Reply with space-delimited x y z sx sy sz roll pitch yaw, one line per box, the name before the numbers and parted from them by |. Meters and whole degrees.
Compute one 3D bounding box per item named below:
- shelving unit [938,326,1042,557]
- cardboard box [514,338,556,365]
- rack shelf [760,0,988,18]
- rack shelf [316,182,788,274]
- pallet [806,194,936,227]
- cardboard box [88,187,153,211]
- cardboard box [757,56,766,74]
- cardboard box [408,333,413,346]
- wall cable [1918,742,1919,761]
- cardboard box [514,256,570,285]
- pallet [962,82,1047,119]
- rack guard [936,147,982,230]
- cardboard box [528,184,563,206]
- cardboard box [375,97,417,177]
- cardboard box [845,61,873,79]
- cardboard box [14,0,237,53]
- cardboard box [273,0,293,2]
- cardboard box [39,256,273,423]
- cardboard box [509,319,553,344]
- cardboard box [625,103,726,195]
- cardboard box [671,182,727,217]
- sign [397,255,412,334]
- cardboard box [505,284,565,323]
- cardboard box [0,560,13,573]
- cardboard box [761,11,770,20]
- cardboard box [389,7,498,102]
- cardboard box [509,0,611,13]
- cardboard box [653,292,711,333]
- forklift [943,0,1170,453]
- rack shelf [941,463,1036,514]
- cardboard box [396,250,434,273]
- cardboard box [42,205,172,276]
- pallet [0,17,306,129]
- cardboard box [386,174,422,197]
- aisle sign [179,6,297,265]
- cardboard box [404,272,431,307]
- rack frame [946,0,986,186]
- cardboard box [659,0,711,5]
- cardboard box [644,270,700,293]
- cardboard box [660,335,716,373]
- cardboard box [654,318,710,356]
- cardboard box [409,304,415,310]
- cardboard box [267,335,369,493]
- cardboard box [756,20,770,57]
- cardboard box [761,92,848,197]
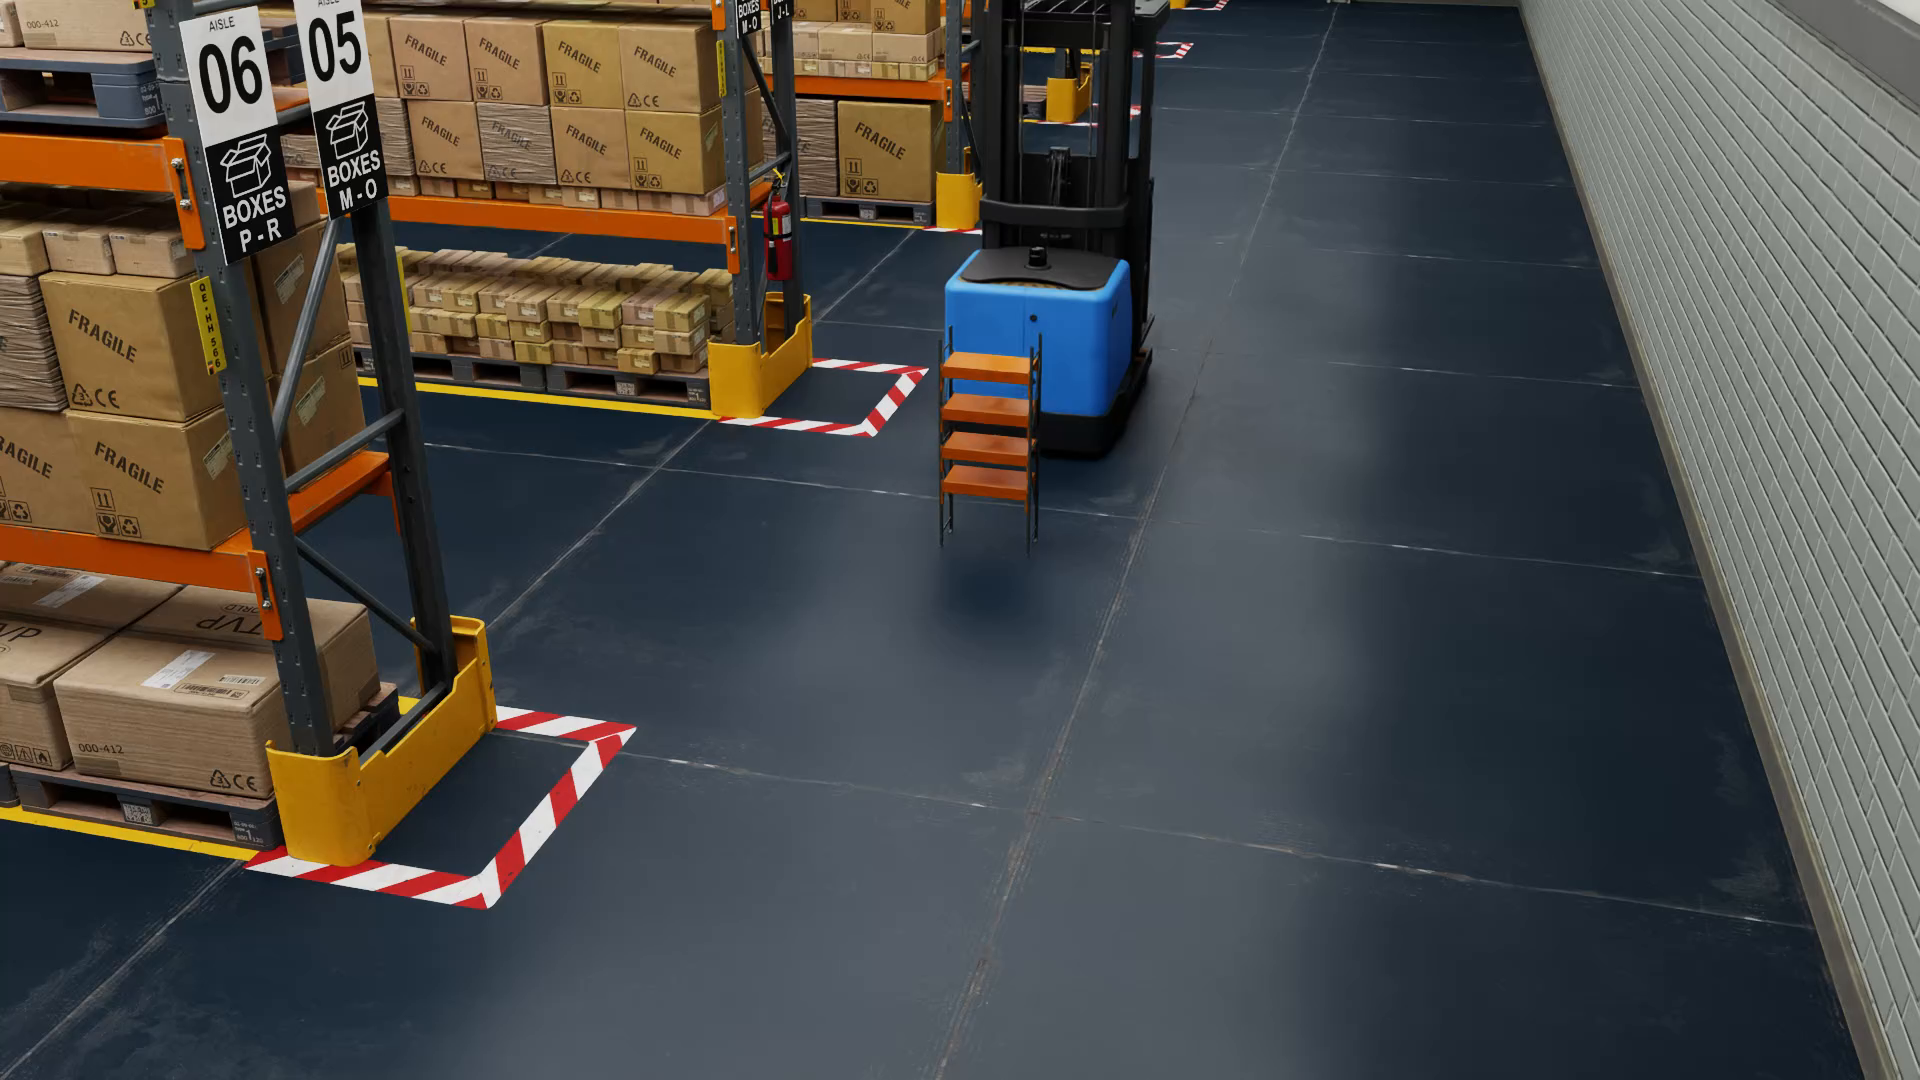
shelving unit | 0.160 -0.524 8.955 0.503 1.200 0.258 6 26 13
cardboard box | -2.851 -1.340 11.402 0.250 0.149 0.380 5 26 11
rack shelf | -0.645 -6.401 20.043 4.000 0.370 1.077 6 26 13
rack shelf | -3.212 -2.285 11.398 4.000 0.370 1.077 6 26 13
pallet | -0.736 -3.244 15.818 1.213 0.211 1.003 6 26 13
cardboard box | -3.180 -1.341 6.543 0.250 0.149 0.380 7 26 15
cardboard box | -1.849 -4.401 15.298 0.250 0.149 0.380 7 26 14
cardboard box | -3.838 -1.500 11.739 0.250 0.149 0.380 5 26 11
wall cable | 3.057 -0.203 4.969 0.123 1.953 0.585 6 26 13
cardboard box | -2.977 -1.897 11.881 0.250 0.149 0.380 7 26 14
pallet | 0.503 -5.357 20.258 1.213 0.211 1.003 6 26 13
rack guard | 0.081 -3.319 15.640 0.348 0.500 1.175 6 26 13
cardboard box | -2.640 -2.321 10.927 0.250 0.149 0.380 5 26 11
cardboard box | -3.772 -2.727 11.026 0.500 0.500 0.500 6 26 12
cardboard box | -0.865 -4.292 15.068 0.250 0.149 0.380 6 26 13
cardboard box | -2.868 -1.856 5.740 0.500 0.250 0.500 4 26 8
cardboard box | -4.627 -3.517 11.523 0.500 0.500 0.500 5 26 11
cardboard box | -2.936 -0.773 6.106 0.500 0.500 0.500 7 26 15
cardboard box | -2.866 -1.475 11.341 0.250 0.149 0.380 7 26 14
cardboard box | -1.774 -2.516 10.584 0.500 0.500 0.500 7 26 14
cardboard box | -1.661 -2.200 10.673 0.250 0.149 0.380 6 26 13
sign | -2.266 -0.981 6.723 0.005 0.325 0.100 6 26 13
cardboard box | -2.872 -1.604 11.265 0.250 0.149 0.380 7 26 15
cardboard box | -4.836 0.422 7.366 0.875 0.438 0.875 6 26 11
cardboard box | -1.837 -4.842 15.760 0.500 0.250 0.500 6 26 12
cardboard box | -3.290 -3.134 10.717 0.500 0.500 0.500 5 26 11
cardboard box | -2.632 -3.302 11.070 0.500 0.500 0.500 6 26 12
cardboard box | -1.851 -1.518 11.085 0.250 0.149 0.380 7 26 14
forklift | 0.743 -2.467 11.022 1.130 2.935 3.031 6 26 12
rack shelf | 0.160 -0.284 9.069 0.480 0.148 0.258 6 26 13
cardboard box | -4.008 -1.971 12.036 0.250 0.149 0.380 7 26 15
cardboard box | -3.059 -1.086 6.008 0.250 0.149 0.380 7 26 14
pallet | -3.131 -1.714 5.974 1.213 0.211 1.003 6 26 13
cardboard box | -3.669 -2.424 11.143 0.250 0.149 0.380 7 26 15
aisle sign | -2.418 -1.361 5.596 0.004 0.787 0.394 6 26 13
cardboard box | -3.873 -1.732 11.534 0.250 0.149 0.380 7 26 14
rack frame | 0.058 -4.450 15.108 0.127 3.000 1.000 6 26 13
cardboard box | -2.436 -5.016 15.253 0.500 0.500 0.500 5 26 11
cardboard box | -1.995 -1.744 11.560 0.250 0.149 0.380 7 26 14
cardboard box | -1.837 -1.268 11.252 0.250 0.149 0.380 7 26 14
cardboard box | -1.857 -1.370 11.121 0.250 0.149 0.380 6 26 12
cardboard box | -3.844 -1.619 11.643 0.250 0.149 0.380 8 26 15
cardboard box | -2.803 -0.540 6.779 0.500 0.500 0.500 6 26 13
cardboard box | -1.967 -4.621 15.295 0.500 0.250 0.500 6 26 13
cardboard box | -1.463 -3.813 15.753 0.875 0.875 0.875 6 26 13
